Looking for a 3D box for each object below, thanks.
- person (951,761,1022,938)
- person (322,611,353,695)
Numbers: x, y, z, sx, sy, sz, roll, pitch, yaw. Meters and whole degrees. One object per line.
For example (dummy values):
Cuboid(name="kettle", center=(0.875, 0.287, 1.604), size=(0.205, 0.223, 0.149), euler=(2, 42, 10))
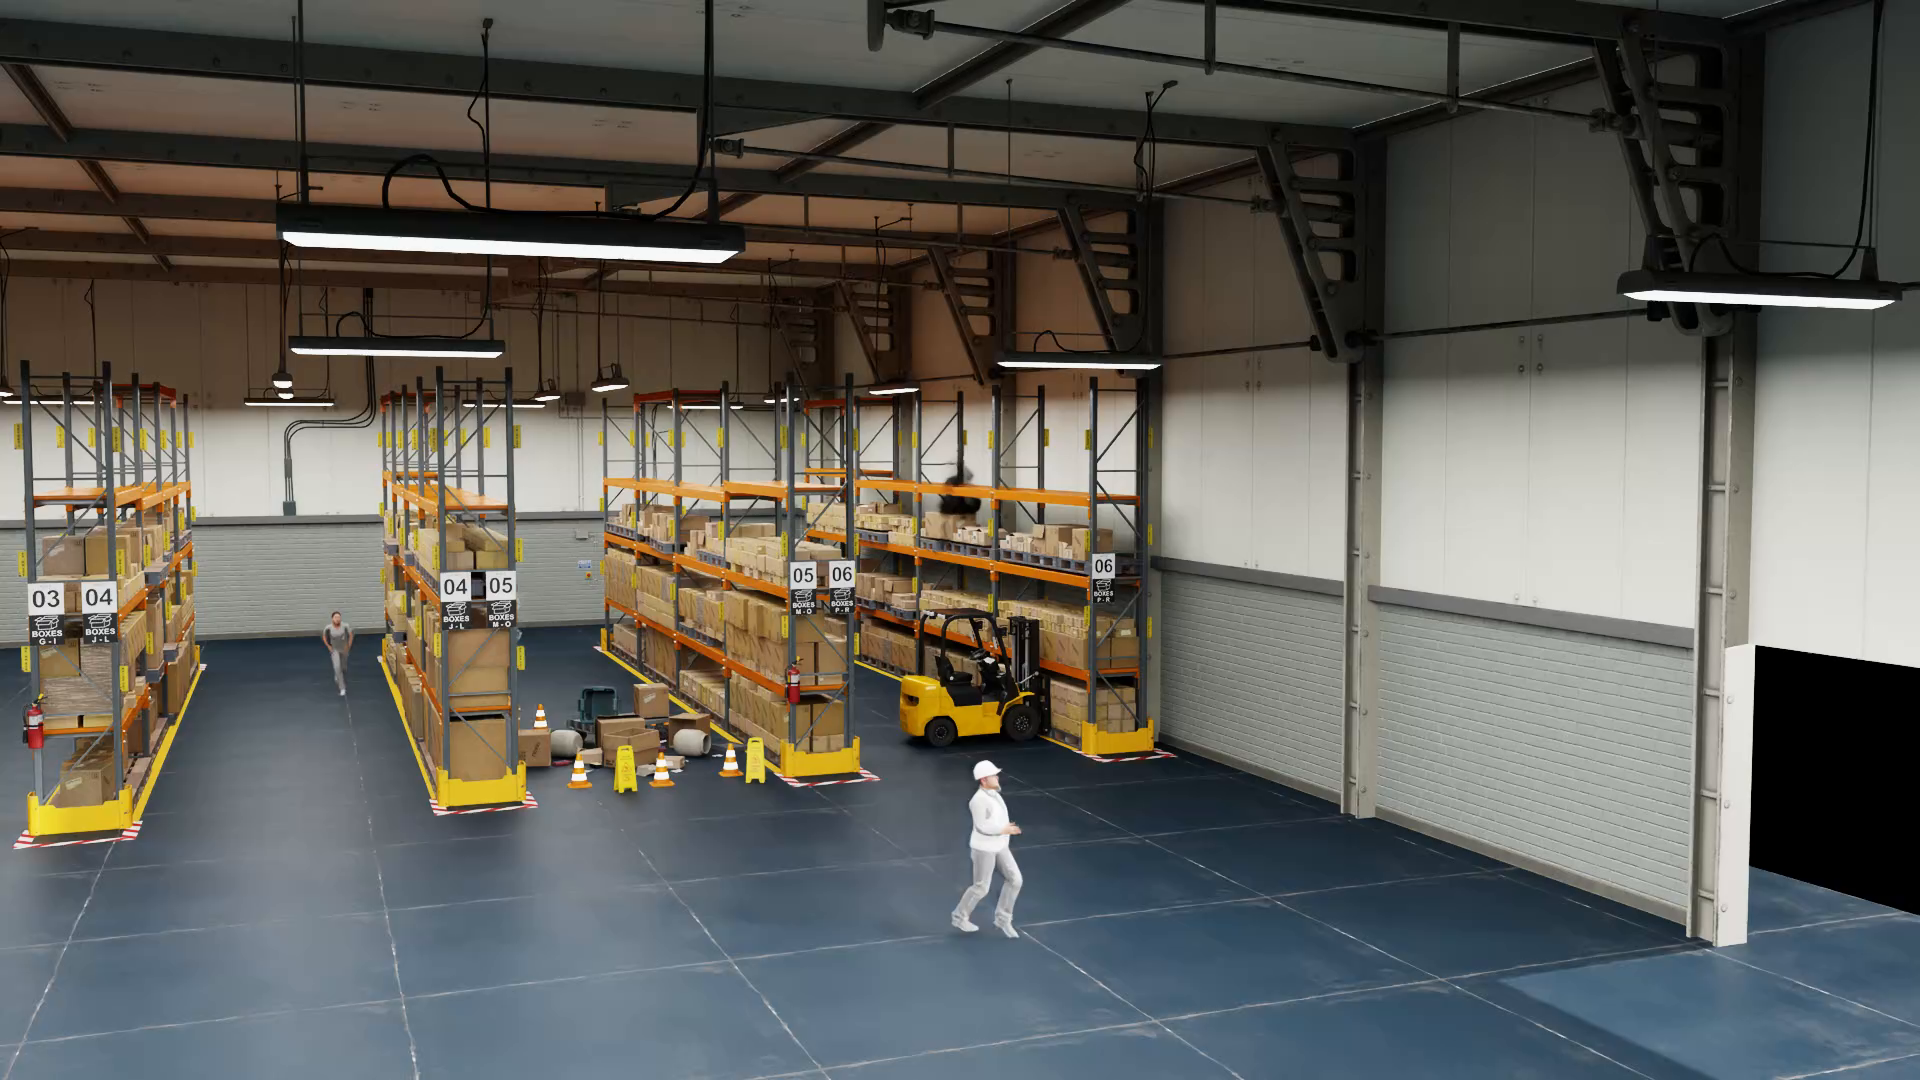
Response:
Cuboid(name="person", center=(0.278, 3.123, 16.743), size=(0.734, 1.822, 0.658), euler=(1, 4, 23))
Cuboid(name="person", center=(-12.345, 2.224, 32.994), size=(0.566, 1.658, 0.933), euler=(-2, 4, -28))
